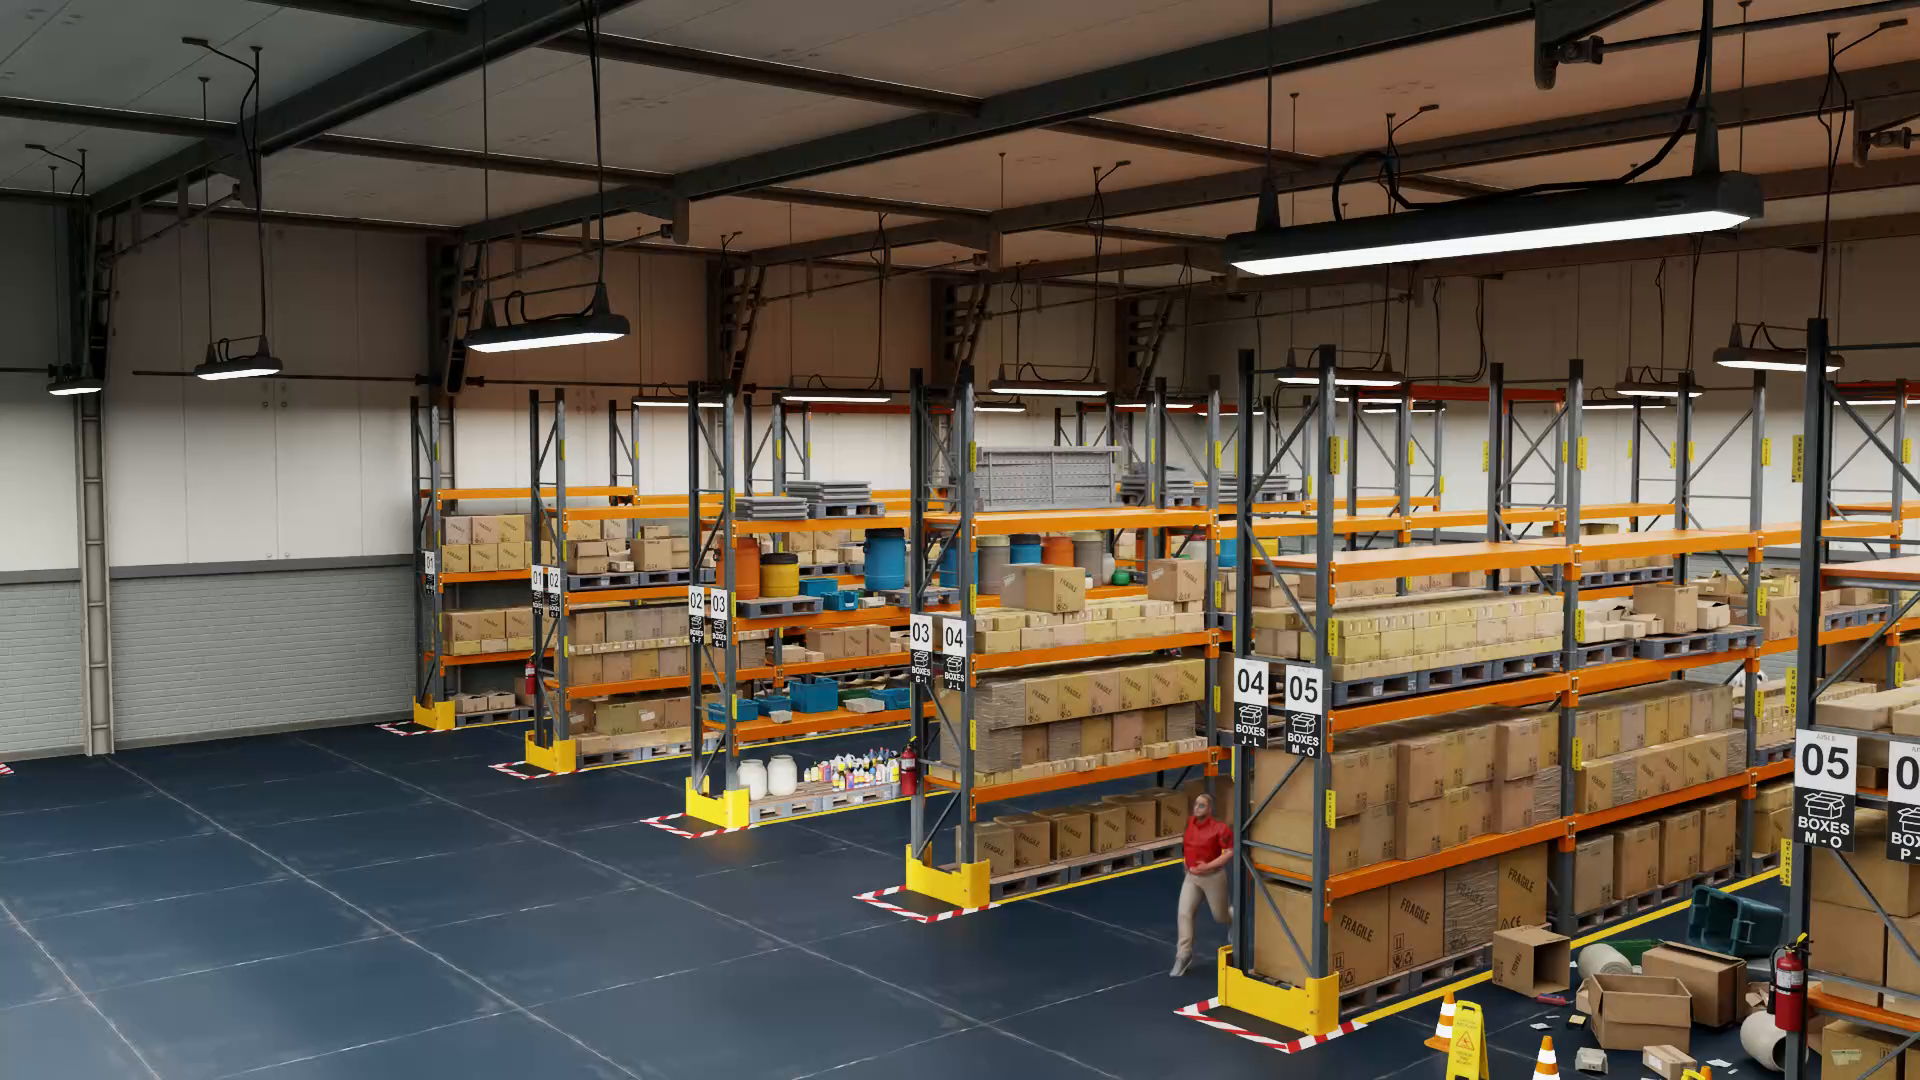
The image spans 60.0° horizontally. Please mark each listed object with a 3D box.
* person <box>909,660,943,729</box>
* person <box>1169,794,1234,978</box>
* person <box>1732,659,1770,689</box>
[{"bbox_3d":[-0.471,2.333,28.261,0.697,1.830,1.005,3,5,42],"label":"person"},{"bbox_3d":[2.460,3.367,16.385,0.624,1.756,1.125,3,4,39],"label":"person"},{"bbox_3d":[13.192,2.736,27.627,0.698,1.630,0.659,1,4,23],"label":"person"}]
